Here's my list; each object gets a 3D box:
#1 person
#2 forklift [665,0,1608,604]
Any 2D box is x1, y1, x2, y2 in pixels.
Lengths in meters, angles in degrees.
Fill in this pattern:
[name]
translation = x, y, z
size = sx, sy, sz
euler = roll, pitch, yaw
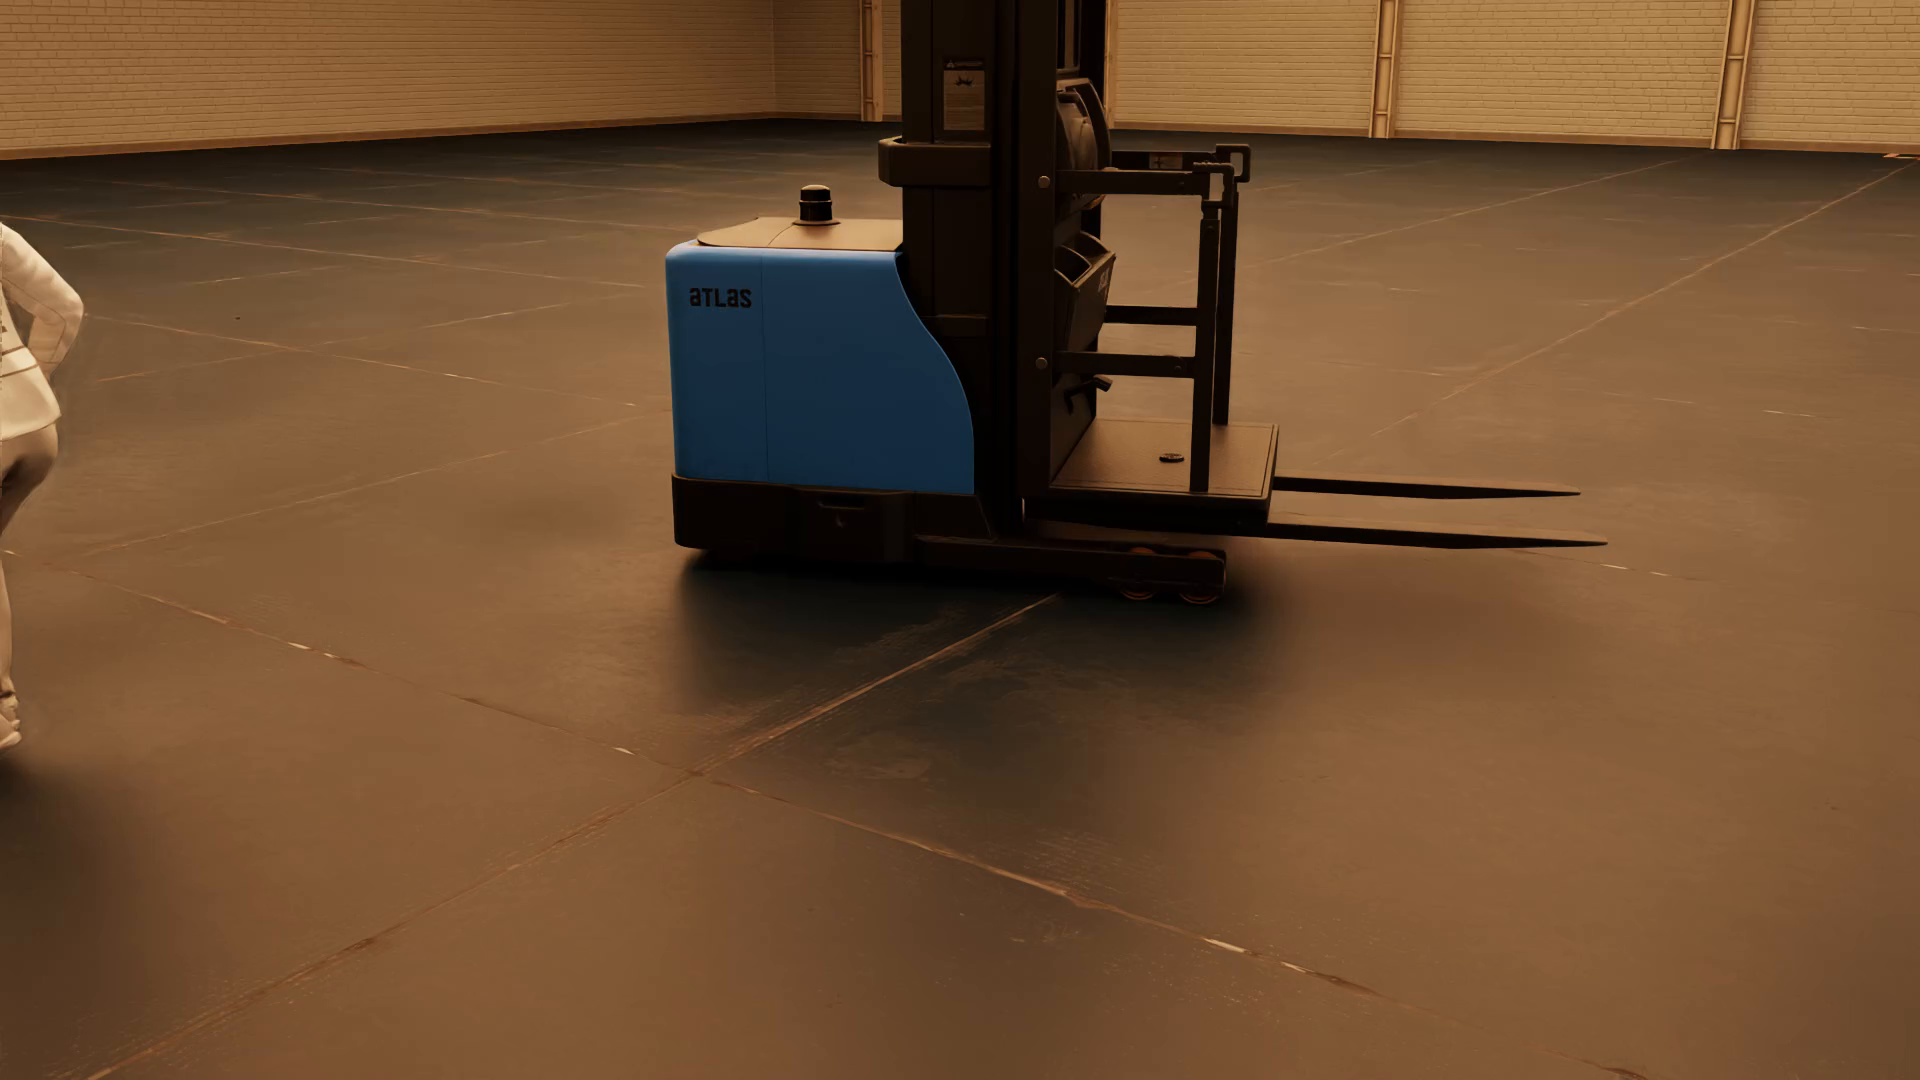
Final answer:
[person]
translation = -2.515, -0.245, 4.008
size = 0.672, 1.594, 0.742
euler = 9, 19, 27
[forklift]
translation = 0.595, -1.367, 5.404
size = 3.031, 2.935, 1.130
euler = 4, 17, 12
